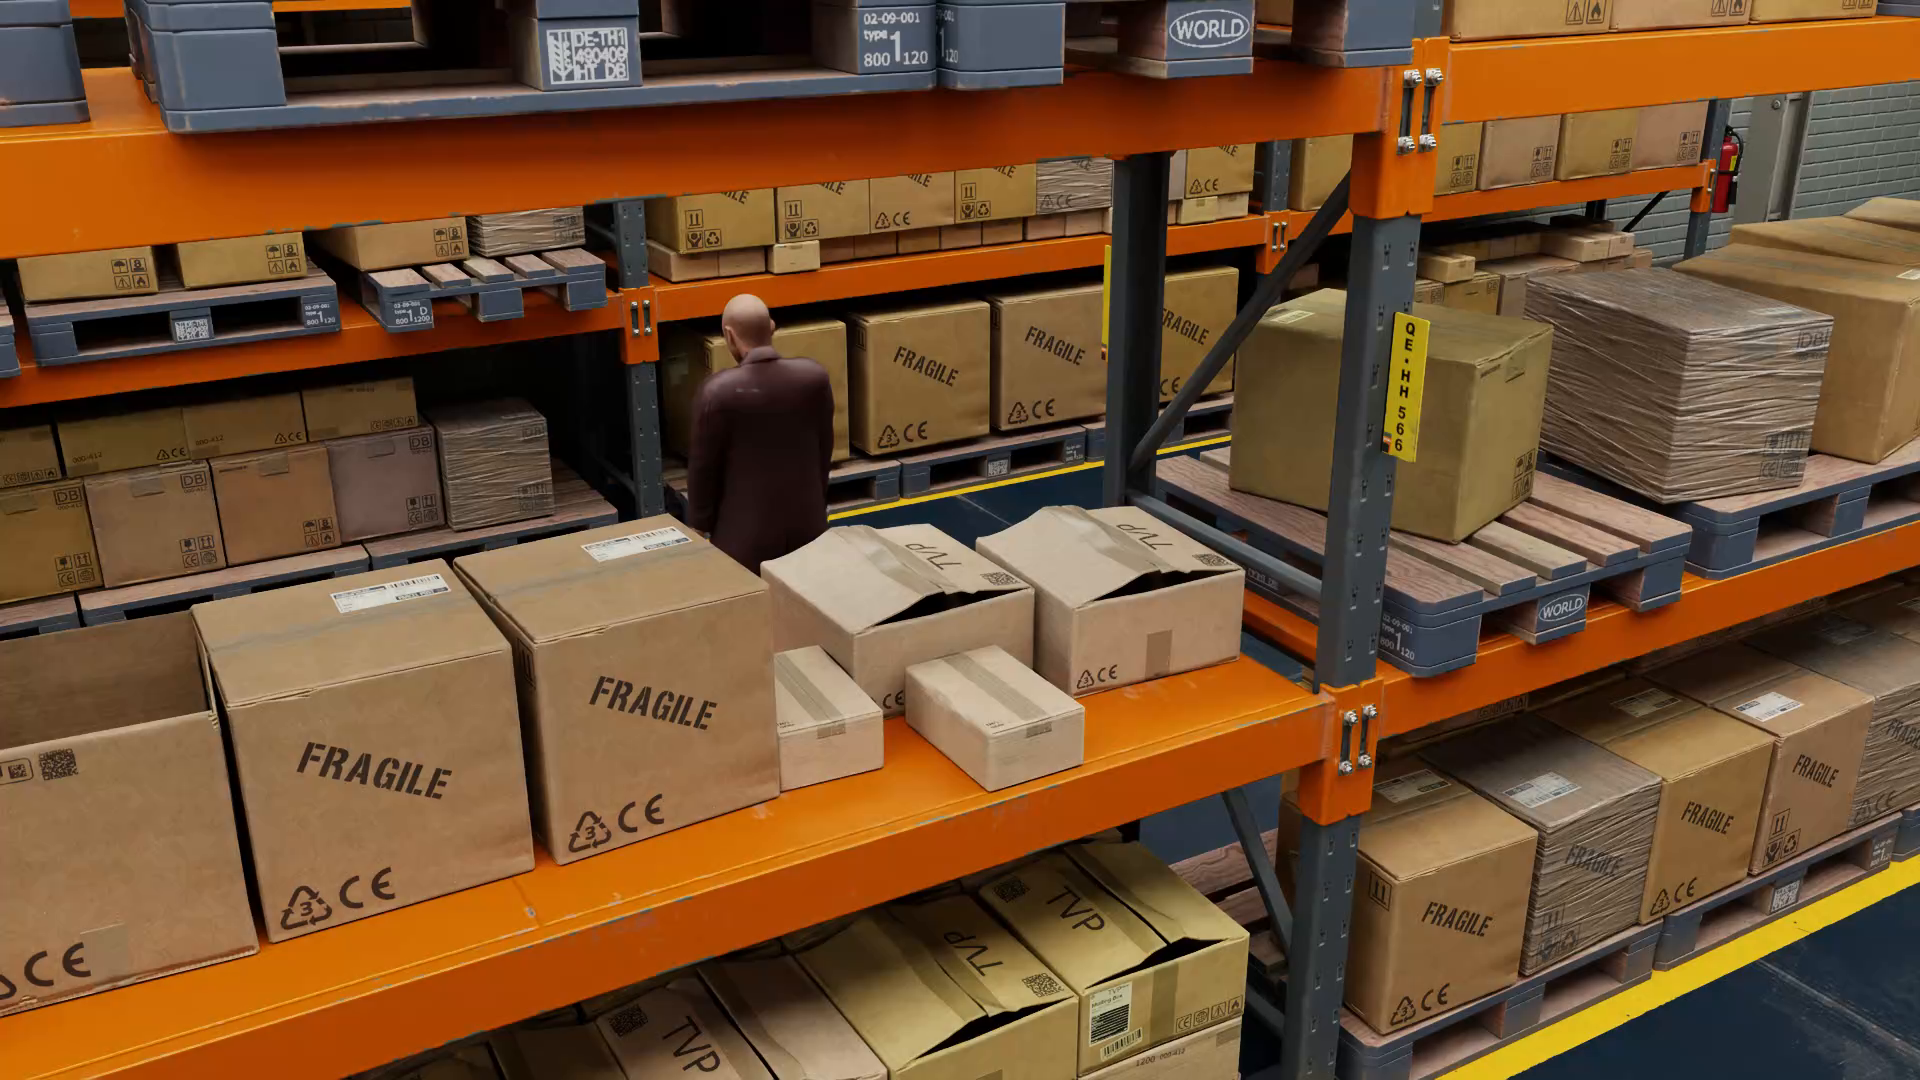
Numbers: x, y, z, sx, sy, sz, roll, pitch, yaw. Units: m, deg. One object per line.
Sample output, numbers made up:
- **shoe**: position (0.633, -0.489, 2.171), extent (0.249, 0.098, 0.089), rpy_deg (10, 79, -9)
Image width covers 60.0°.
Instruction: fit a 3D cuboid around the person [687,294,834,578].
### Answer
- **person**: position (-0.751, -0.062, 6.314), extent (0.579, 1.752, 0.390), rpy_deg (-12, 24, -27)
